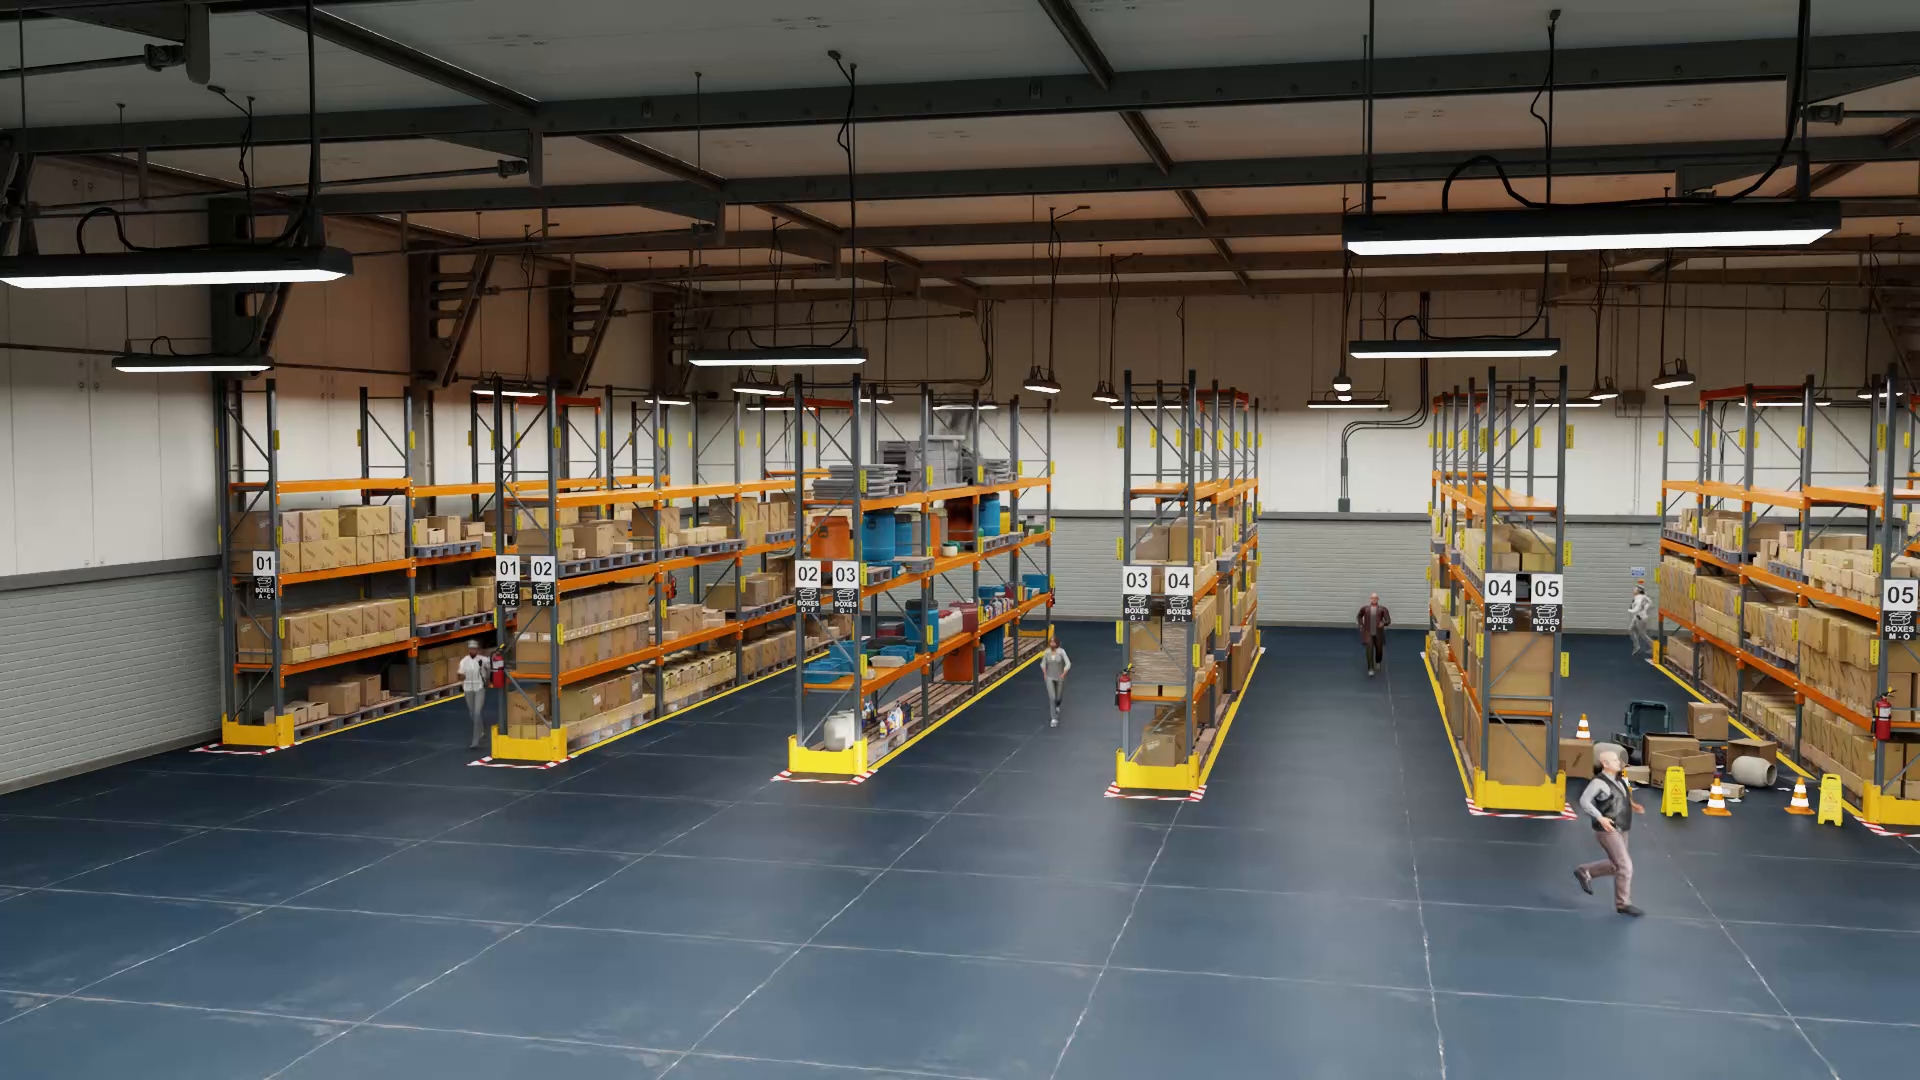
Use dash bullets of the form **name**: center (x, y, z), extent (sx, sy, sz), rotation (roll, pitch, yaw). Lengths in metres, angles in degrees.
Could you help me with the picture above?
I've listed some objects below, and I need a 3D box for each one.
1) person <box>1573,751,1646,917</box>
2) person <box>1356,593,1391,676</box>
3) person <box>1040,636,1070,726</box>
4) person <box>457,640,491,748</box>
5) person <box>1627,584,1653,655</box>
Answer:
- **person**: center (6.903, 3.092, 17.694), extent (0.669, 1.695, 0.860), rotation (-3, 5, -42)
- **person**: center (8.797, 2.006, 35.401), extent (0.719, 1.745, 0.884), rotation (1, 4, 16)
- **person**: center (1.680, 2.479, 29.341), extent (0.535, 1.559, 0.570), rotation (1, 3, 10)
- **person**: center (-7.998, 2.506, 27.437), extent (0.570, 1.739, 0.862), rotation (0, 3, 1)
- **person**: center (15.834, 1.869, 38.591), extent (0.658, 1.720, 0.611), rotation (2, 4, 24)
